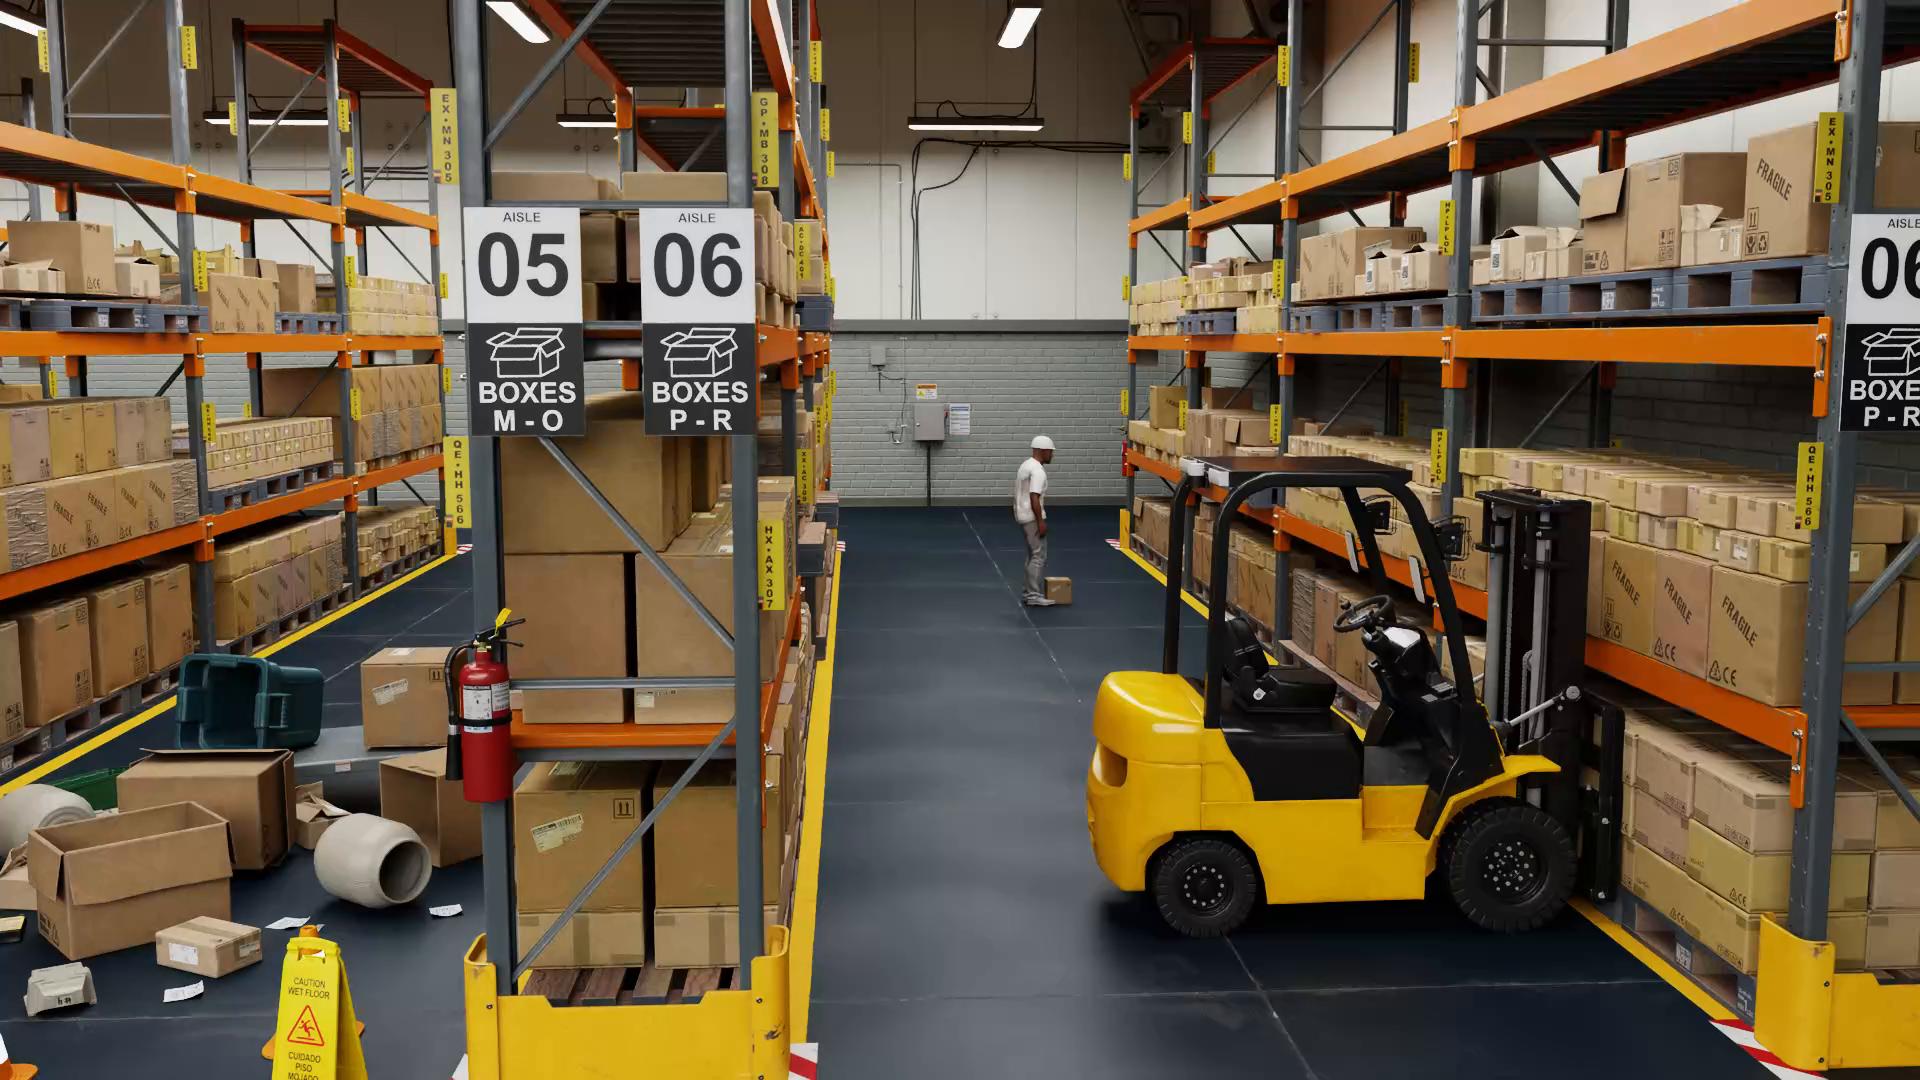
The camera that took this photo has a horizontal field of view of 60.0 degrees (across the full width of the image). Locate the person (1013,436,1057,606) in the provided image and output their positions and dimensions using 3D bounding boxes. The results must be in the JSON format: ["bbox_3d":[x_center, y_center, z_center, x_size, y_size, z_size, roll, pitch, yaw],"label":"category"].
[{"bbox_3d":[0.800,-0.212,17.445,0.463,1.759,0.626,-1,7,-6],"label":"person"}]
